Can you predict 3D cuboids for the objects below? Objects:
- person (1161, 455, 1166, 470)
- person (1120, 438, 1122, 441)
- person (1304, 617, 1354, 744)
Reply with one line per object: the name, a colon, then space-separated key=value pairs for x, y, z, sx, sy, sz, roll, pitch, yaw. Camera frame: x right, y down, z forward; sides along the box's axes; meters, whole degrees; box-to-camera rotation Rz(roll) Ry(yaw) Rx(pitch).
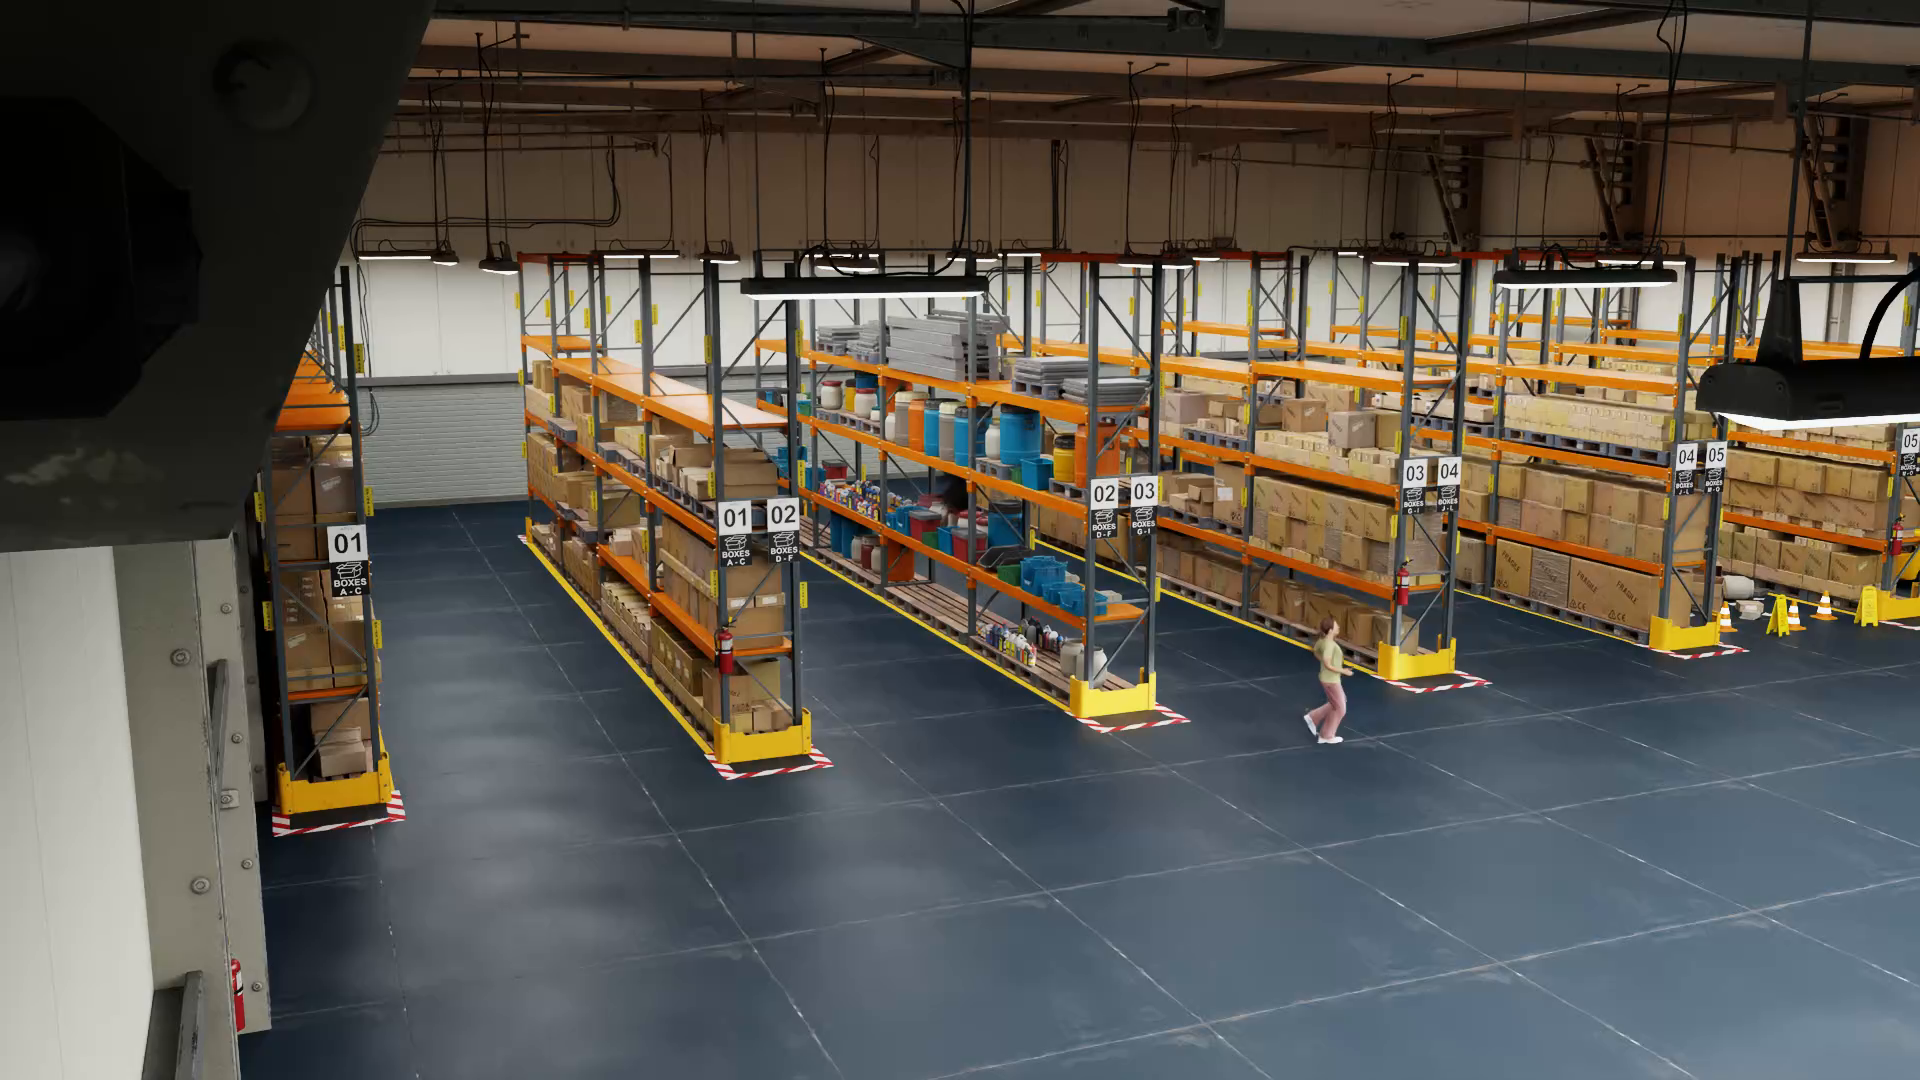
person: x=5.032 y=-2.010 z=41.681 sx=0.796 sy=1.620 sz=0.655 roll=-2 pitch=10 yaw=-8
person: x=3.685 y=-1.647 z=39.559 sx=0.620 sy=1.622 sz=0.889 roll=1 pitch=10 yaw=4
person: x=4.632 y=1.763 z=20.881 sx=0.563 sy=1.621 sz=0.574 roll=0 pitch=10 yaw=2
